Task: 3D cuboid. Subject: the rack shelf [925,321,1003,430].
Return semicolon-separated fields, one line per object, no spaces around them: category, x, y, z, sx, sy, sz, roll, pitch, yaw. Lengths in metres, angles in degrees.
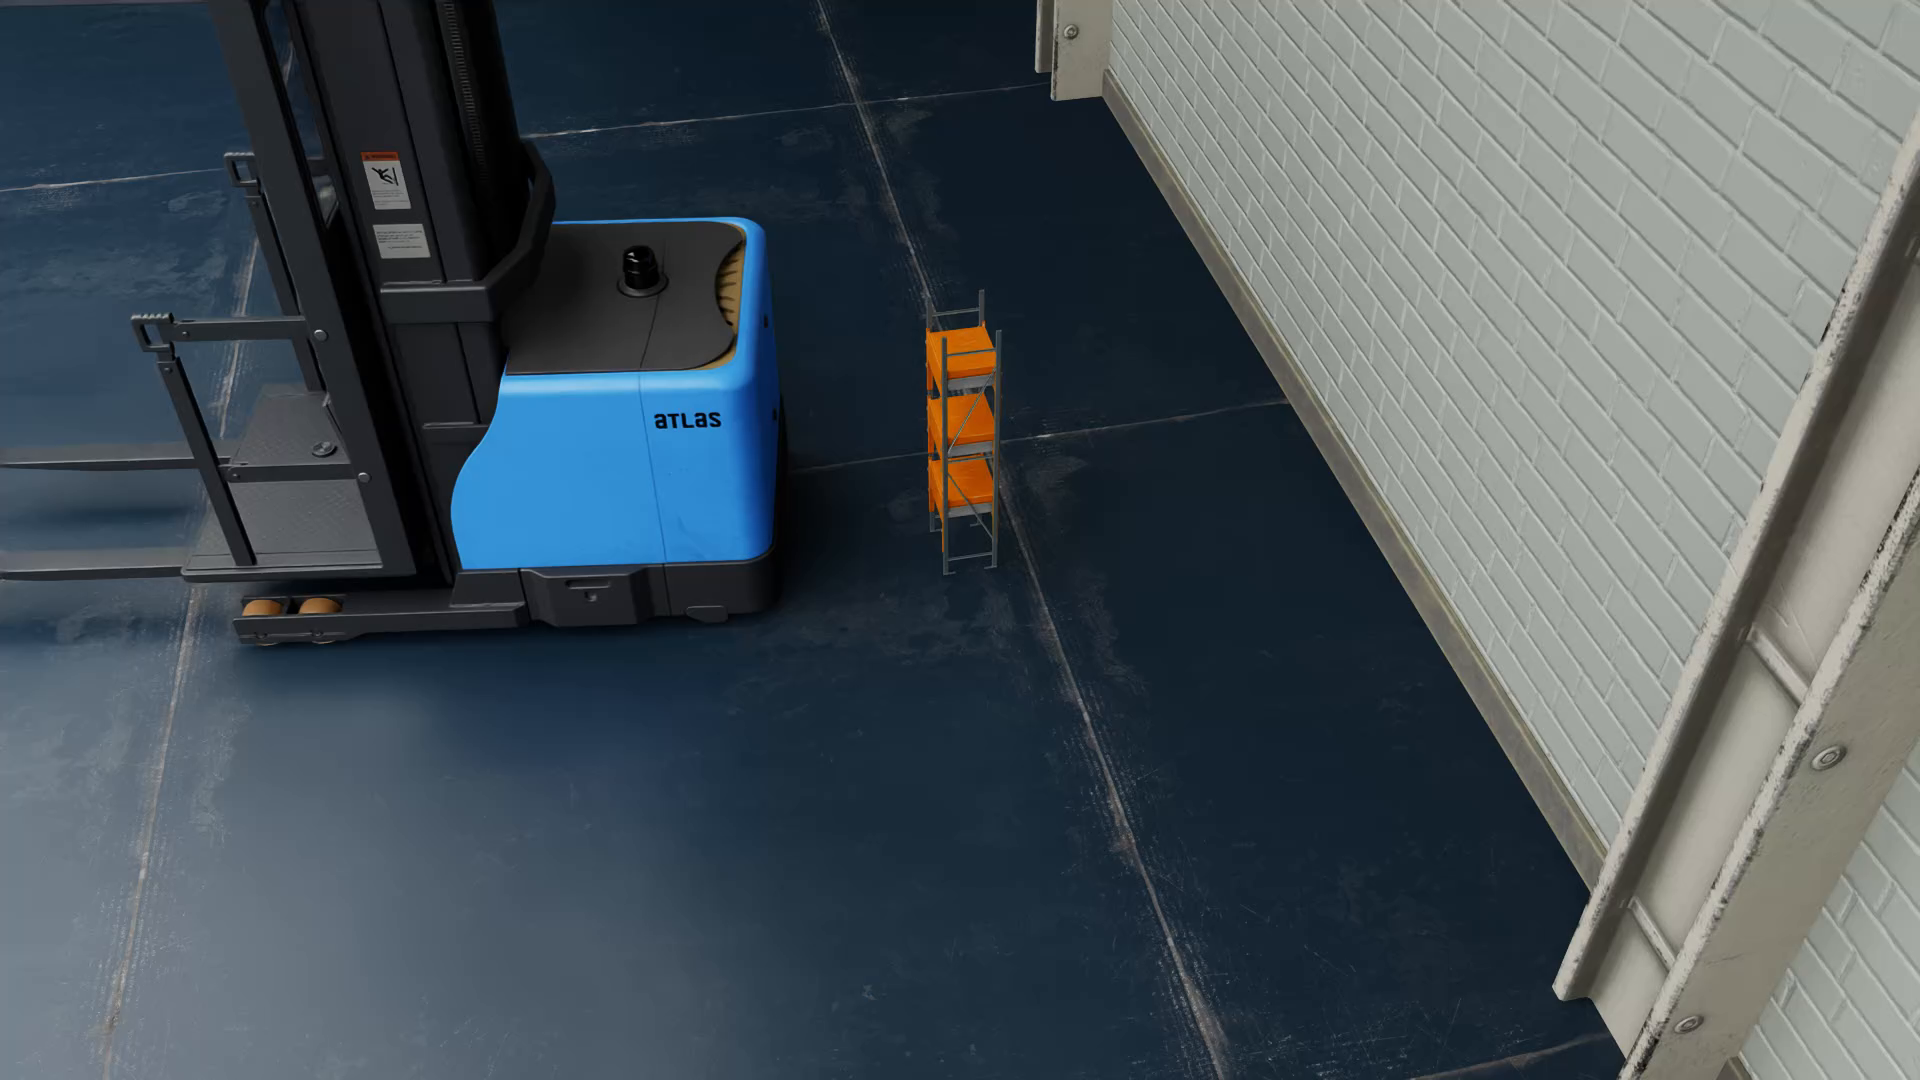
rack shelf;0.012;-0.562;5.681;0.215;0.259;0.240;-8;42;-9

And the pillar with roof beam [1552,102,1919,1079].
pillar with roof beam;-2.303;-1.358;1.002;9.100;9.000;0.400;-8;42;-9

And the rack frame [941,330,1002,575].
rack frame;0.038;-0.279;5.773;0.200;1.050;0.008;-8;42;-9

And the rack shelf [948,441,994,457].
rack shelf;0.012;-0.387;5.836;0.166;0.050;0.221;-8;42;-9

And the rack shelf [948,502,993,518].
rack shelf;0.012;-0.180;6.021;0.166;0.050;0.221;-8;42;-9

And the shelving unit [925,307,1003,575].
shelving unit;0.012;-0.357;5.862;0.215;1.050;0.249;-8;42;-9

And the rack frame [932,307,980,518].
rack frame;-0.015;-0.437;5.951;0.190;0.915;0.003;-8;42;-9
